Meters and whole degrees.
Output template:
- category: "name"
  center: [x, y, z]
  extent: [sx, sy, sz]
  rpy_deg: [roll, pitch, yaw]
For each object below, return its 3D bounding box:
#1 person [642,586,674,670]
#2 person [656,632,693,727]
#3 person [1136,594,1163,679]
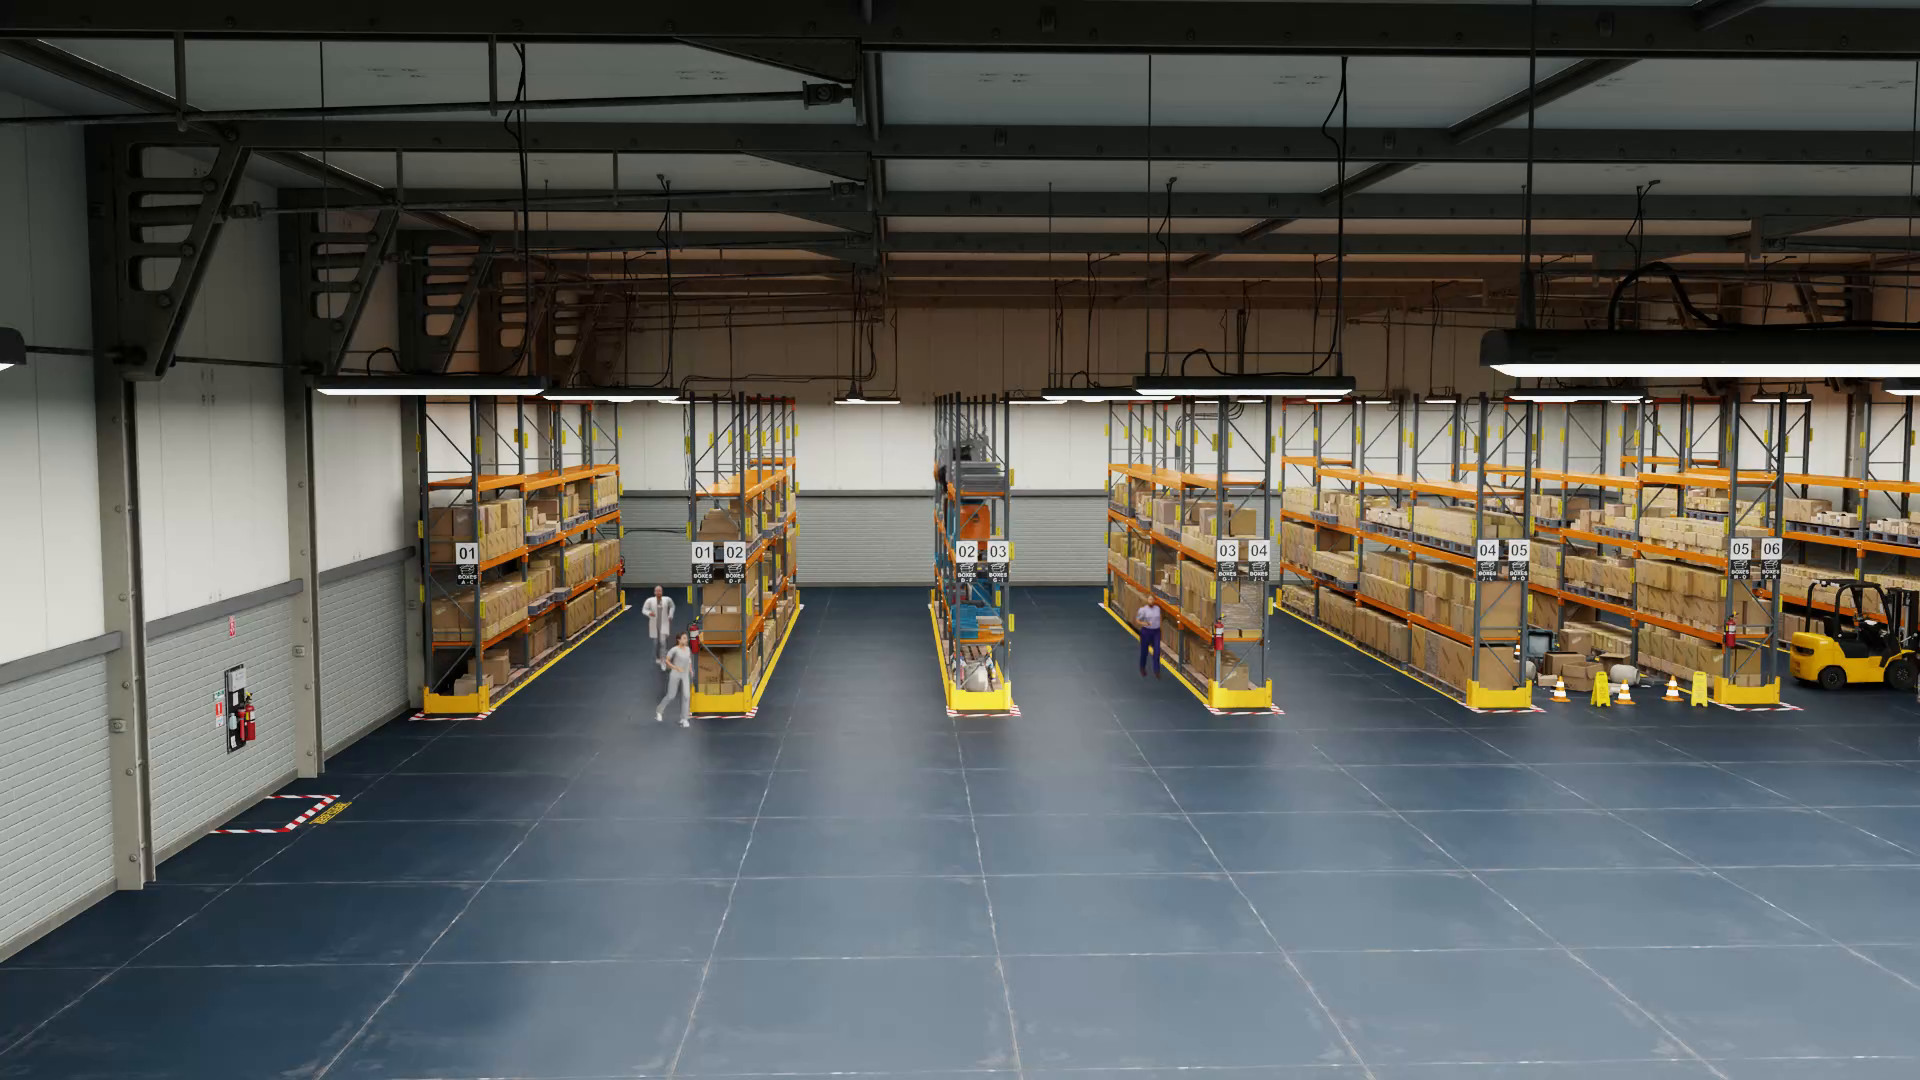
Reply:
- category: "person"
  center: [-6.619, 1.923, 36.481]
  extent: [0.684, 1.843, 0.864]
  rpy_deg: [0, 5, -6]
- category: "person"
  center: [-5.039, 2.483, 29.983]
  extent: [0.646, 1.649, 0.943]
  rpy_deg: [-4, 6, -41]
- category: "person"
  center: [3.836, 1.932, 33.452]
  extent: [0.606, 1.692, 0.861]
  rpy_deg: [-1, 5, -12]
